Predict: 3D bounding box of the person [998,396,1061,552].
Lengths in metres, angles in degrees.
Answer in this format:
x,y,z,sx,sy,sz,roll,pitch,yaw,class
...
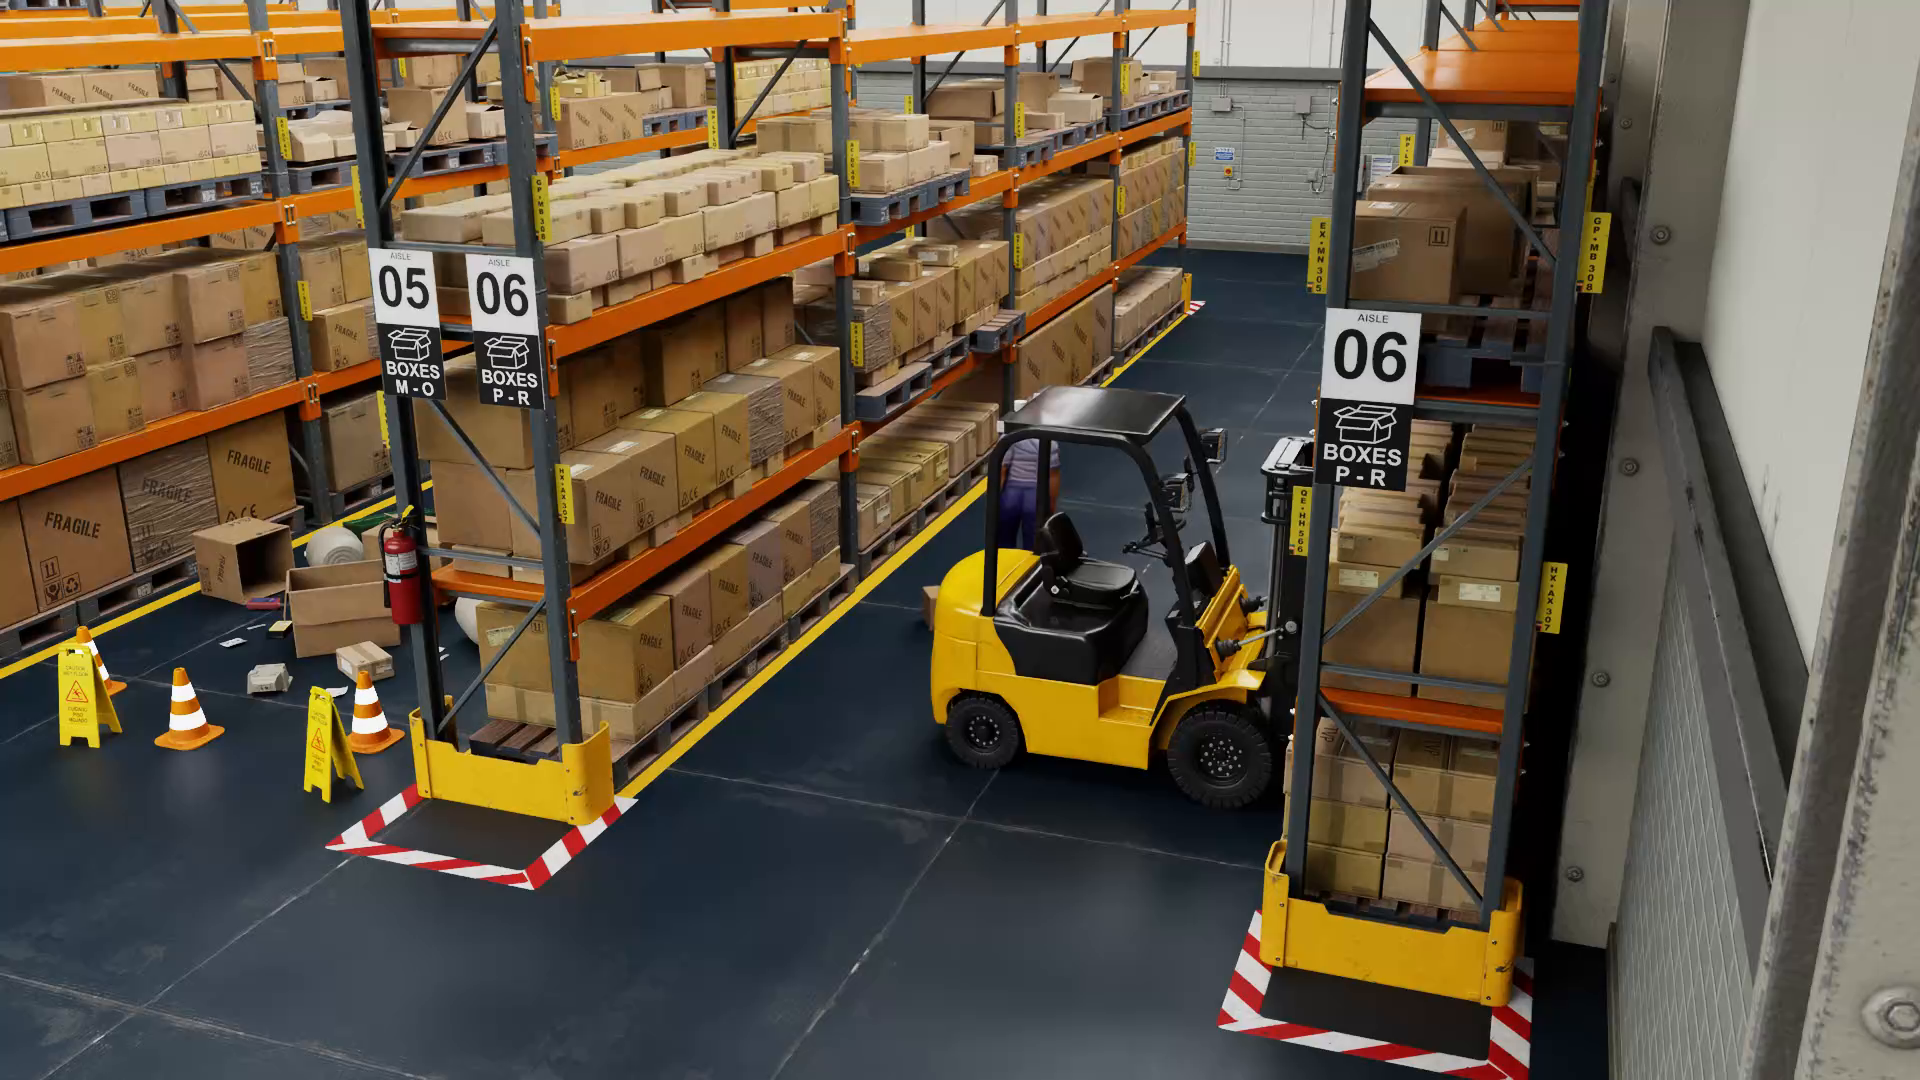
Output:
x,y,z,sx,sy,sz,roll,pitch,yaw,class
0.486,-0.223,12.302,0.507,1.682,0.615,1,19,3,person
